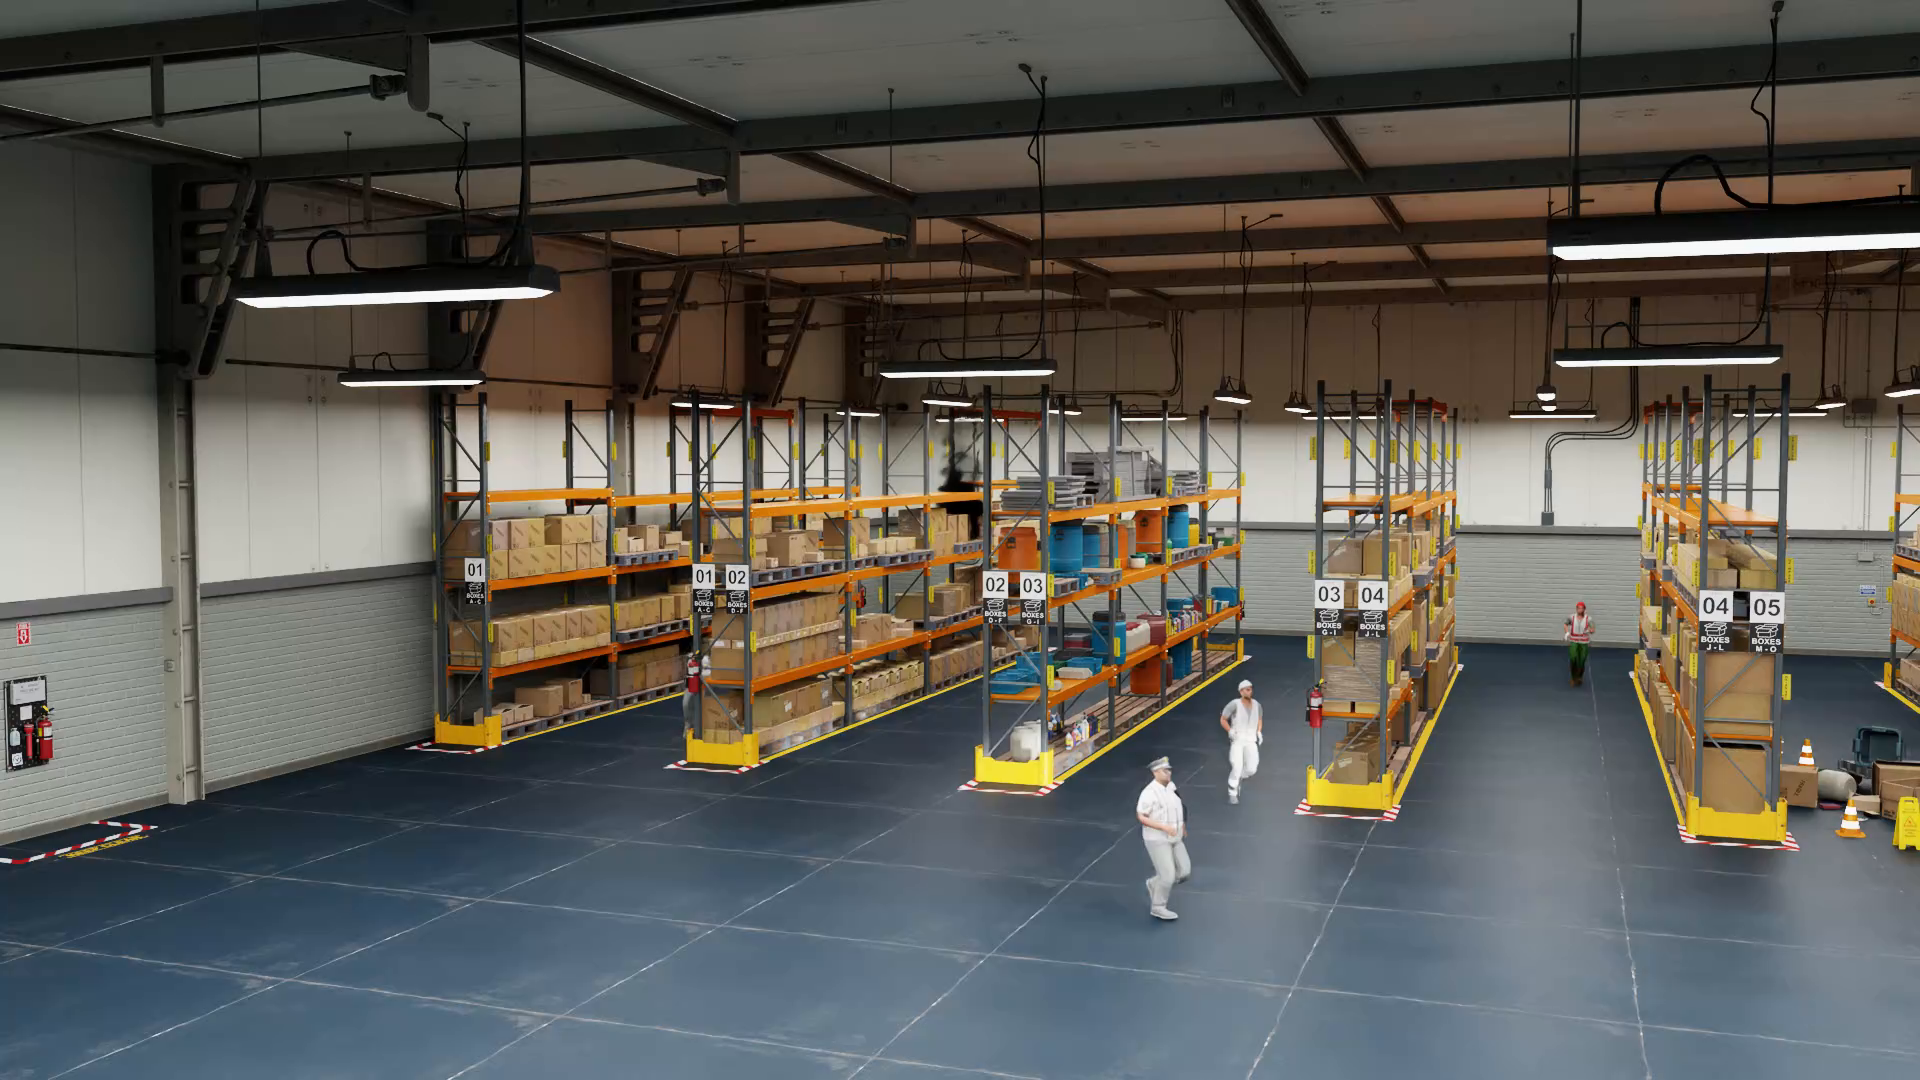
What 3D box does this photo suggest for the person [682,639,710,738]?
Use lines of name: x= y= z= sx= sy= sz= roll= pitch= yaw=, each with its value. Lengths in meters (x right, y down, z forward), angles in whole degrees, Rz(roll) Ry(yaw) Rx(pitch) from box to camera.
person: x=-4.660 y=2.602 z=29.362 sx=0.578 sy=1.749 sz=0.764 roll=1 pitch=3 yaw=17

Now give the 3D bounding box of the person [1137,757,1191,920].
person: x=2.193 y=3.180 z=17.833 sx=0.620 sy=1.733 sz=0.658 roll=3 pitch=4 yaw=44

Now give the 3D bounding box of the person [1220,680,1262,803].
person: x=4.055 y=2.877 z=23.756 sx=0.671 sy=1.742 sz=0.571 roll=-1 pitch=3 yaw=-12

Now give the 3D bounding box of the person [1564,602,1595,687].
person: x=13.226 y=2.227 z=35.510 sx=0.632 sy=1.828 sz=0.749 roll=1 pitch=3 yaw=19
